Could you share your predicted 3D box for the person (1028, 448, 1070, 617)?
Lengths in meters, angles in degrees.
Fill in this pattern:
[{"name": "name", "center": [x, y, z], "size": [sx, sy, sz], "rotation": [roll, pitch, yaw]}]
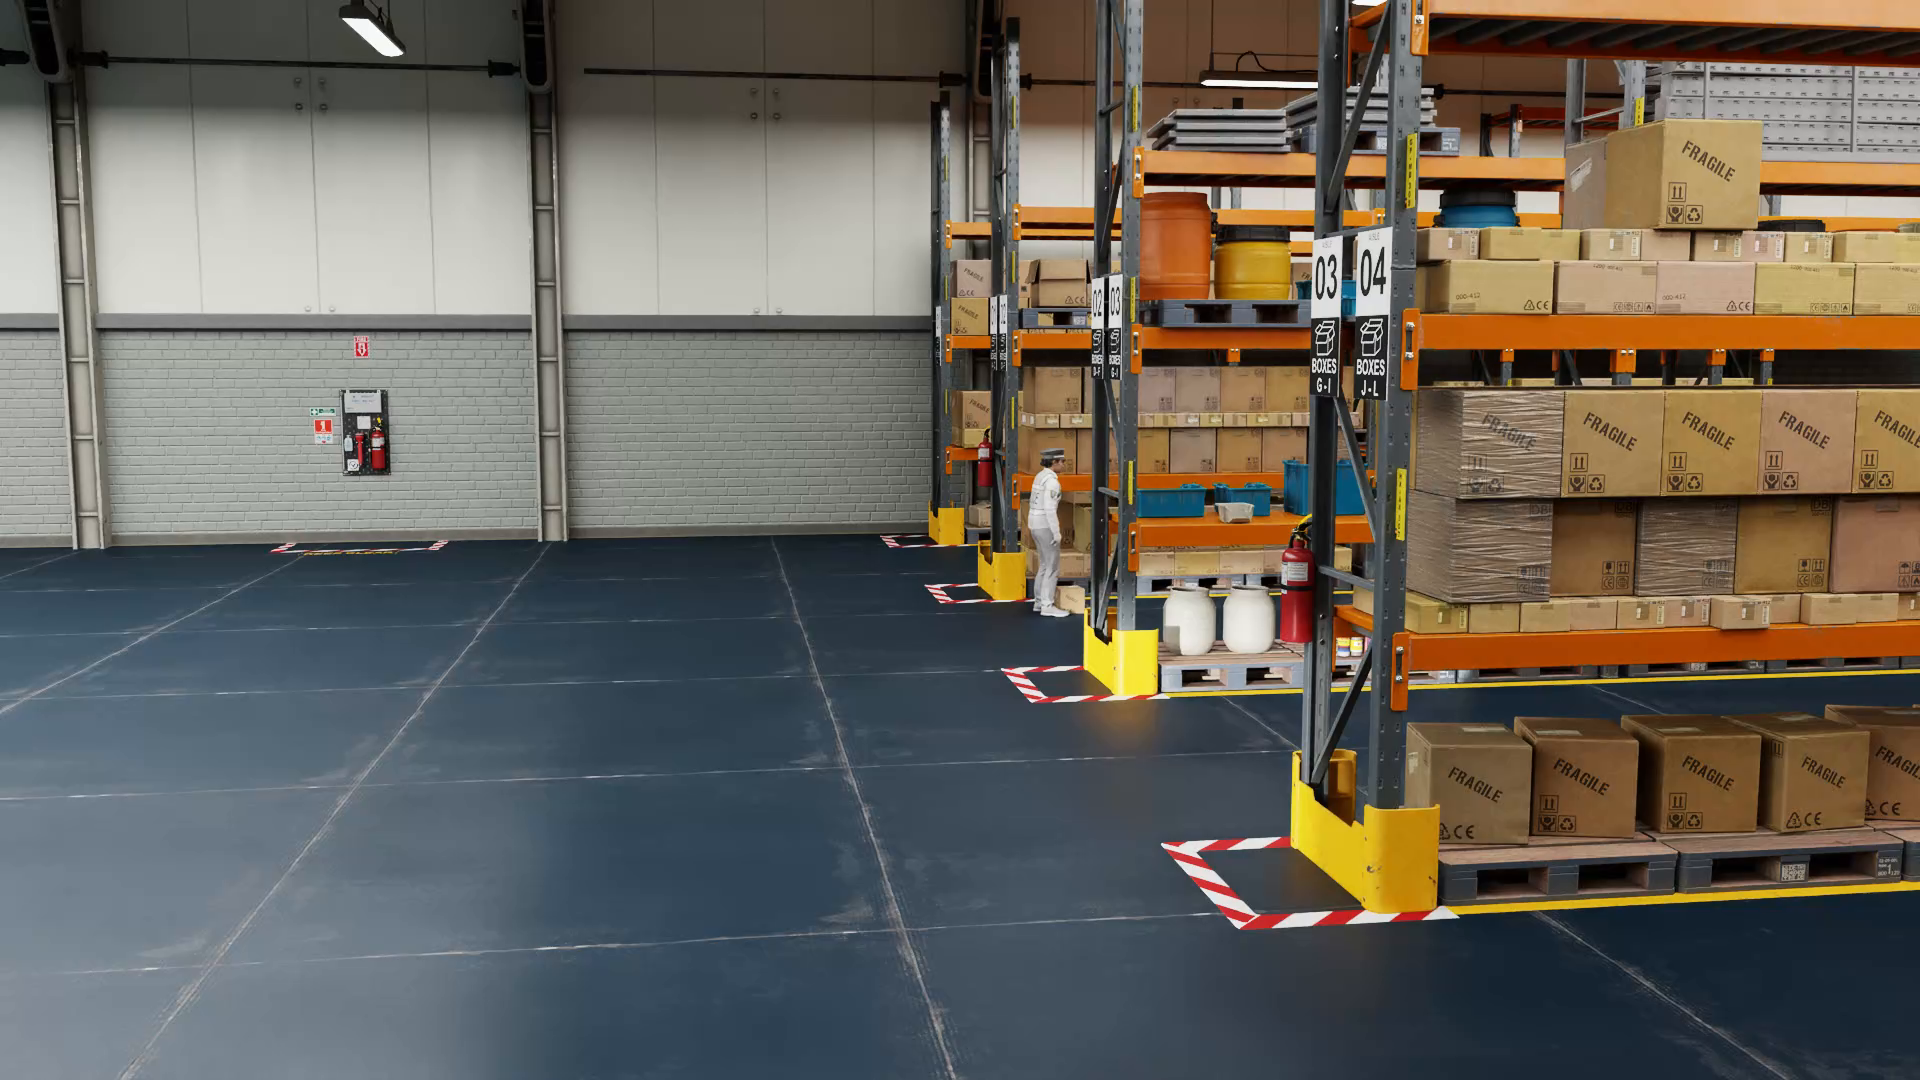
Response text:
[{"name": "person", "center": [0.879, -0.090, 16.599], "size": [0.373, 1.664, 0.528], "rotation": [-1, 7, -11]}]
